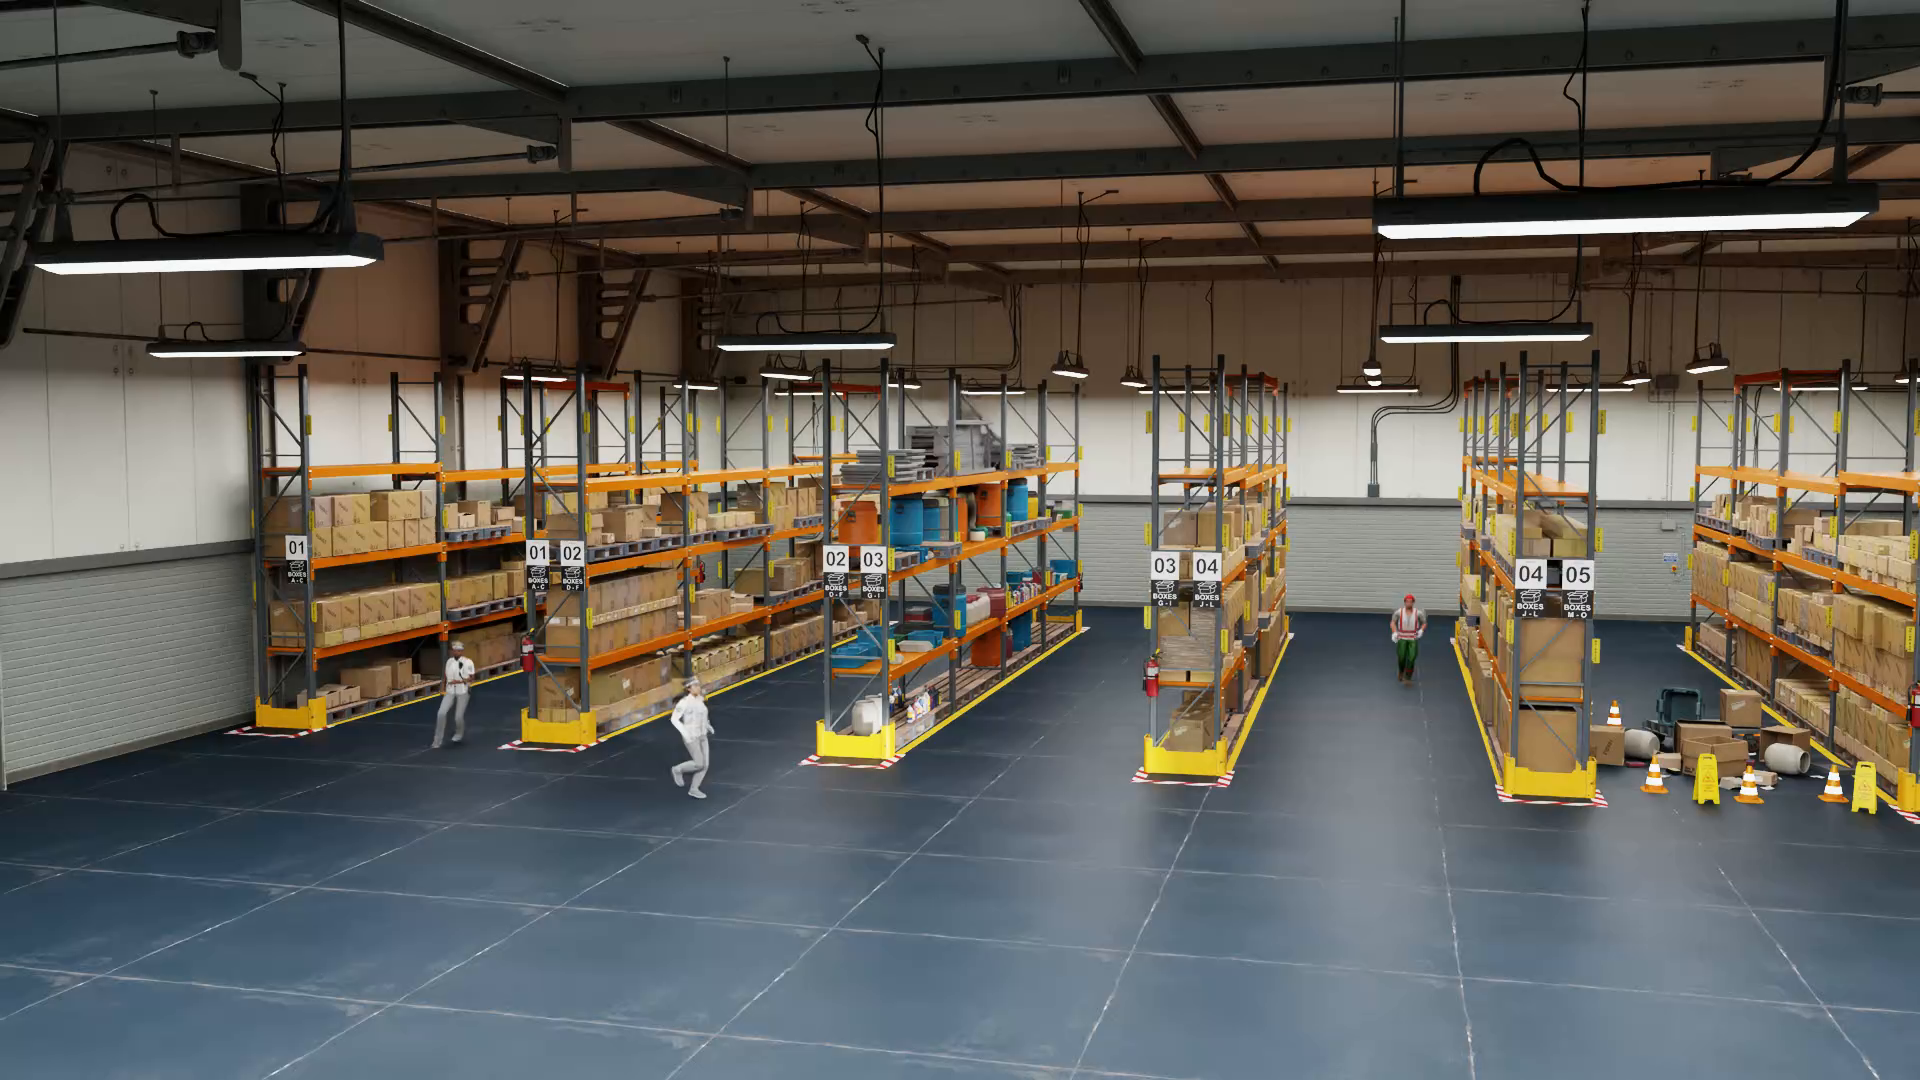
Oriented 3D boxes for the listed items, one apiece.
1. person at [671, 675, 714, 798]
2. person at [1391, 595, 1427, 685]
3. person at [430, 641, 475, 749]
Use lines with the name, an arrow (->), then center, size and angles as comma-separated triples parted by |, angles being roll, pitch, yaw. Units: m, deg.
person -> -3.595, 2.639, 22.408 | 0.554, 1.656, 0.617 | 3, 5, 33
person -> 8.641, 1.920, 31.996 | 0.669, 1.749, 0.584 | 1, 4, 14
person -> -7.903, 2.425, 26.059 | 0.605, 1.678, 0.810 | 0, 4, 4
